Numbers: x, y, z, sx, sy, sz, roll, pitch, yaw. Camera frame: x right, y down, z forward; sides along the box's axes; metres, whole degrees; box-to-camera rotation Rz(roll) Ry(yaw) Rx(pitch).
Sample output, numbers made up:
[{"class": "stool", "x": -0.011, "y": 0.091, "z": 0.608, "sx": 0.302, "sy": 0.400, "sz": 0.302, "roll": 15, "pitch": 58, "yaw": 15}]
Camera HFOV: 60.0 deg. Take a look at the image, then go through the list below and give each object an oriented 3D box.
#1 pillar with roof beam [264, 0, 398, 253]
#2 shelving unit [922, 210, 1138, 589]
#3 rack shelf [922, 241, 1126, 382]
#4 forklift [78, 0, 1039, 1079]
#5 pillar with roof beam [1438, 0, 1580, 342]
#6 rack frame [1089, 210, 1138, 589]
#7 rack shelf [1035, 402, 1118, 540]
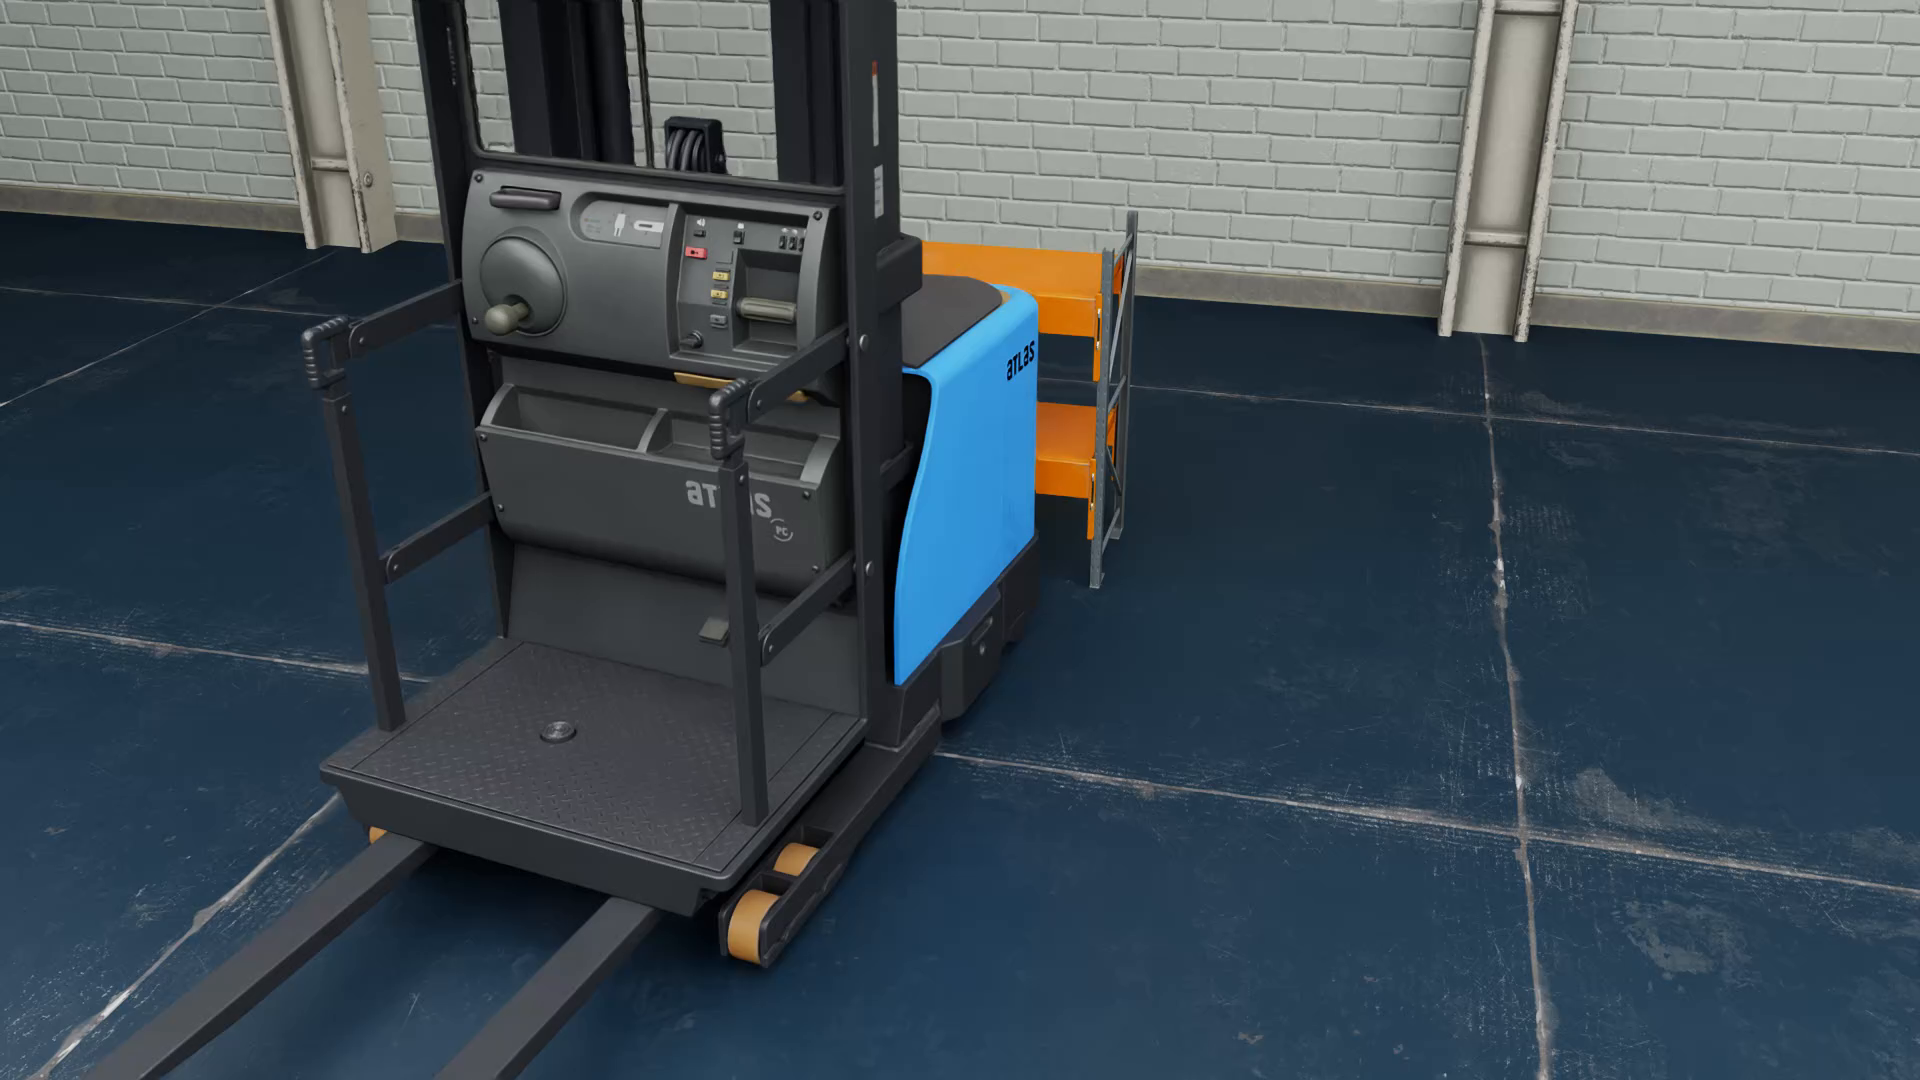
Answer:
[{"class": "pillar with roof beam", "x": -4.423, "y": -3.910, "z": 3.495, "sx": 0.400, "sy": 9.000, "sz": 9.100, "roll": 6, "pitch": 26, "yaw": 13}, {"class": "shelving unit", "x": 0.007, "y": -0.507, "z": 5.507, "sx": 1.048, "sy": 1.125, "sz": 0.538, "roll": 6, "pitch": 26, "yaw": 13}, {"class": "rack shelf", "x": 0.007, "y": -0.771, "z": 5.381, "sx": 1.000, "sy": 0.278, "sz": 0.538, "roll": 6, "pitch": 26, "yaw": 13}, {"class": "forklift", "x": -0.799, "y": -0.576, "z": 3.550, "sx": 1.130, "sy": 2.935, "sz": 3.031, "roll": 10, "pitch": 27, "yaw": 21}, {"class": "pillar with roof beam", "x": 1.388, "y": -3.268, "z": 2.145, "sx": 0.400, "sy": 9.000, "sz": 9.100, "roll": 6, "pitch": 26, "yaw": 13}, {"class": "rack frame", "x": 0.499, "y": -0.453, "z": 5.392, "sx": 0.032, "sy": 1.125, "sz": 0.500, "roll": 6, "pitch": 26, "yaw": 13}, {"class": "rack shelf", "x": 0.007, "y": -0.286, "z": 5.612, "sx": 1.000, "sy": 0.278, "sz": 0.538, "roll": 6, "pitch": 26, "yaw": 13}]
